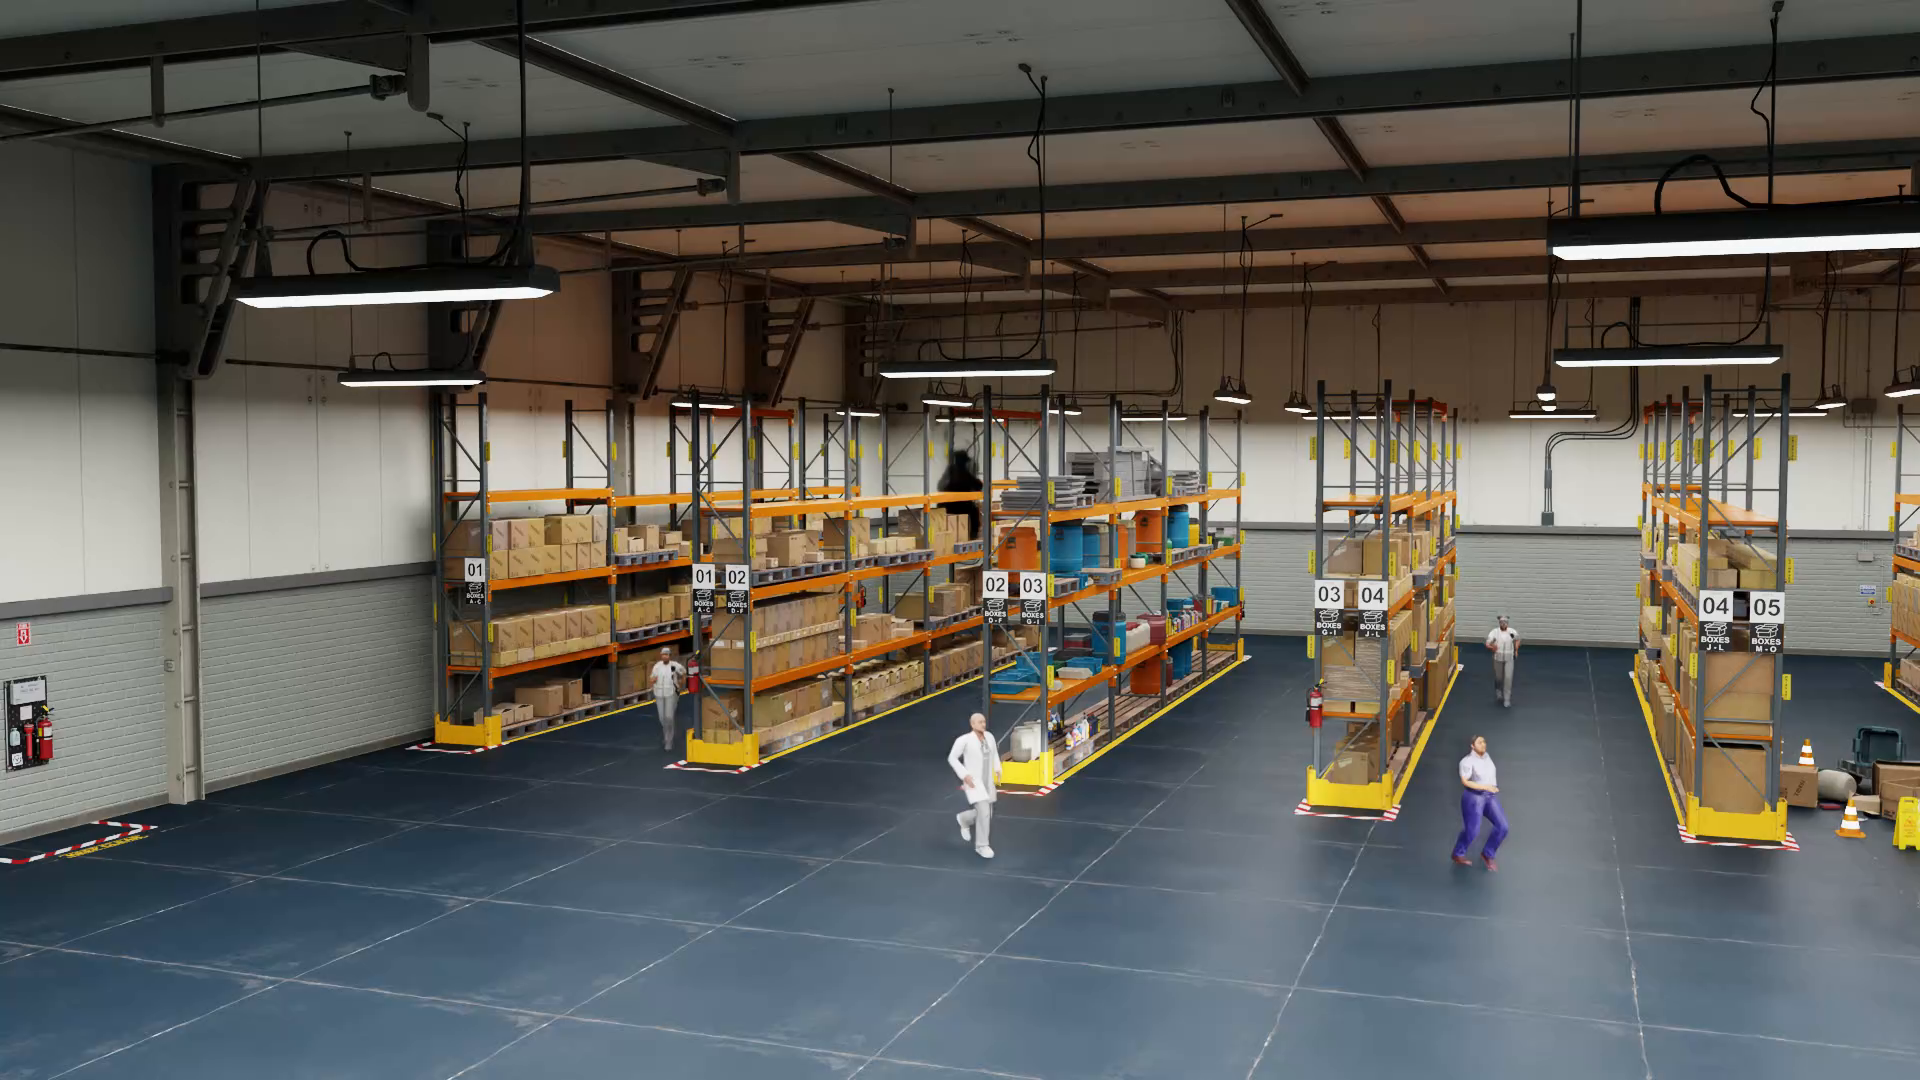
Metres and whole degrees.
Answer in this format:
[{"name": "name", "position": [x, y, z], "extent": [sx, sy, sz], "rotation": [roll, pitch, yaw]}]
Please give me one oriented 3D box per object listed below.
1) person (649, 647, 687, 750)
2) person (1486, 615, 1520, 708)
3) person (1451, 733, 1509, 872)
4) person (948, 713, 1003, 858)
[{"name": "person", "position": [-4.959, 2.677, 28.134], "extent": [0.586, 1.725, 0.711], "rotation": [1, 3, 10]}, {"name": "person", "position": [10.721, 2.355, 32.822], "extent": [0.664, 1.784, 0.971], "rotation": [1, 3, 14]}, {"name": "person", "position": [6.219, 3.147, 19.907], "extent": [0.607, 1.651, 0.696], "rotation": [-2, 3, -28]}, {"name": "person", "position": [0.182, 3.031, 20.791], "extent": [0.731, 1.755, 0.817], "rotation": [-3, 4, -40]}]
